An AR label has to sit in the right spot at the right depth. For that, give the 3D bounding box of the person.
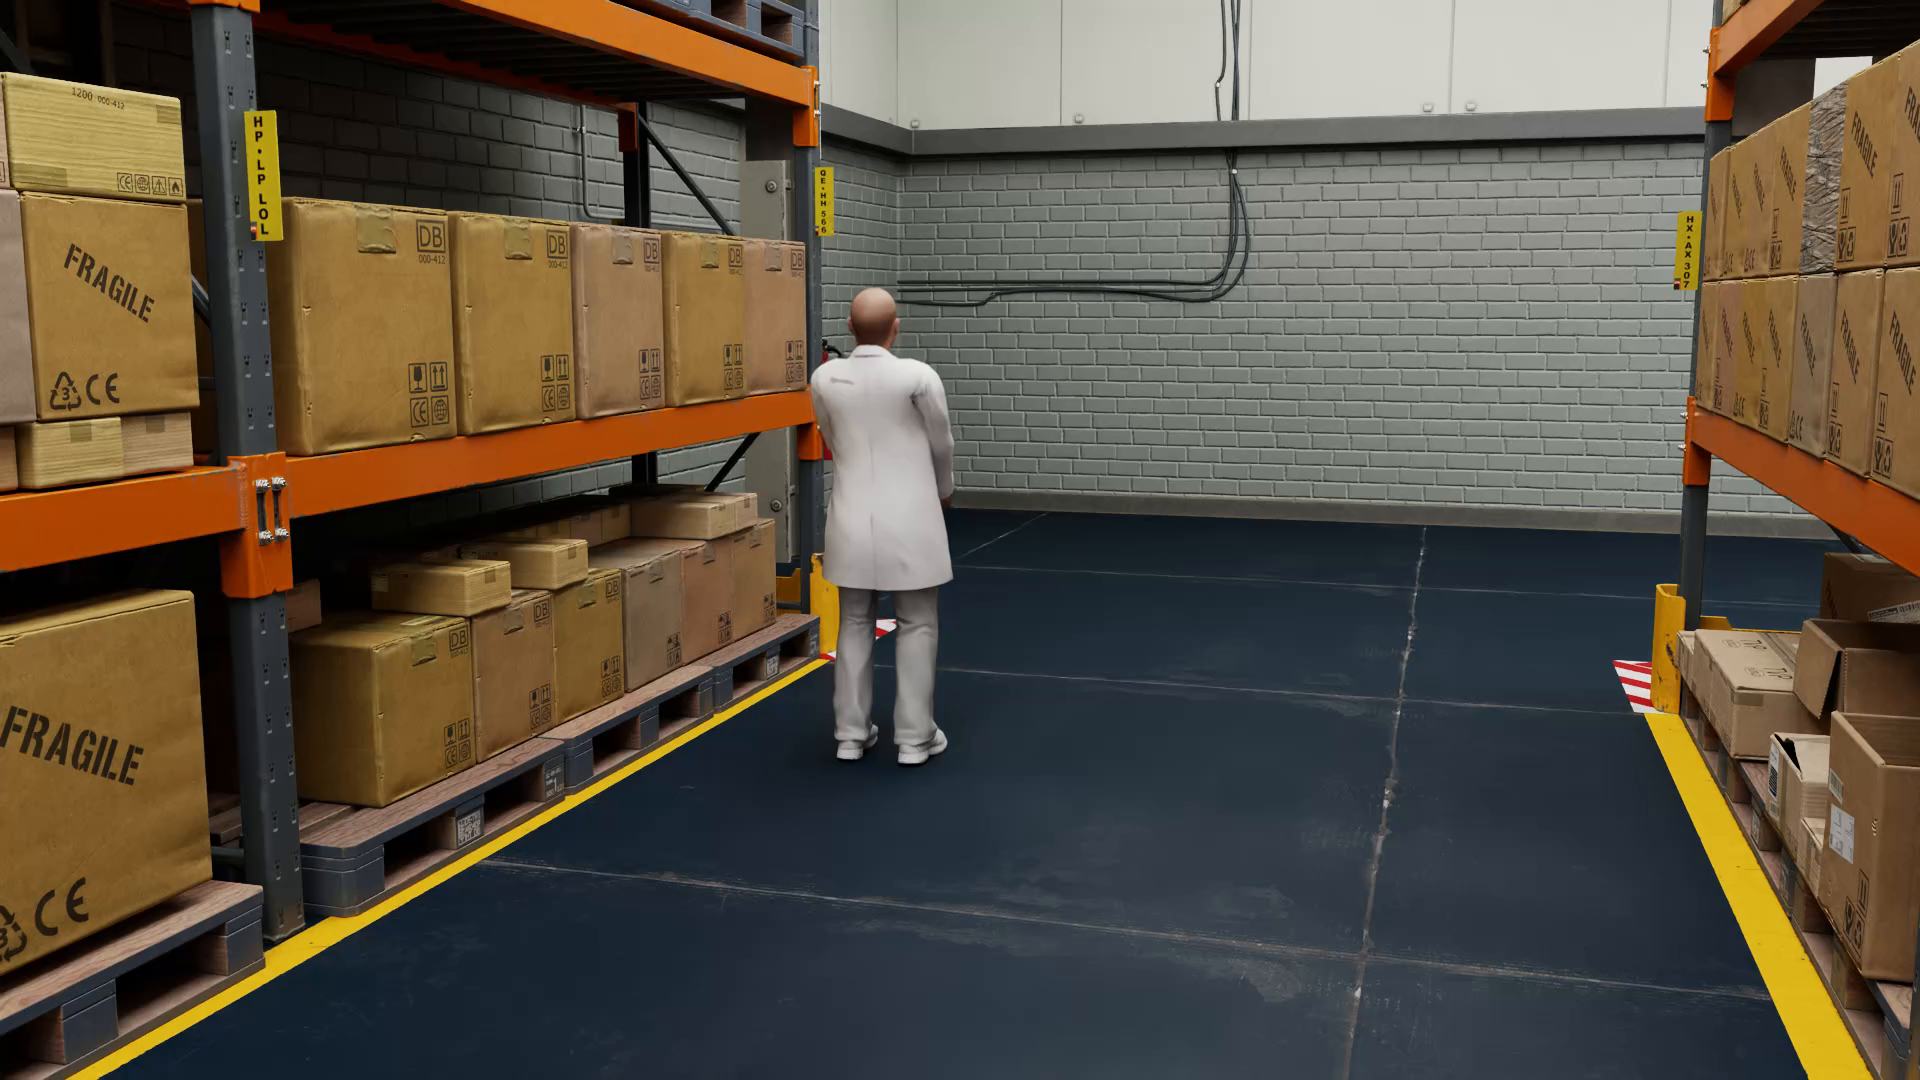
[{"bbox_3d":[-0.259,-0.066,6.356,0.527,1.776,0.545,2,9,16],"label":"person"}]
